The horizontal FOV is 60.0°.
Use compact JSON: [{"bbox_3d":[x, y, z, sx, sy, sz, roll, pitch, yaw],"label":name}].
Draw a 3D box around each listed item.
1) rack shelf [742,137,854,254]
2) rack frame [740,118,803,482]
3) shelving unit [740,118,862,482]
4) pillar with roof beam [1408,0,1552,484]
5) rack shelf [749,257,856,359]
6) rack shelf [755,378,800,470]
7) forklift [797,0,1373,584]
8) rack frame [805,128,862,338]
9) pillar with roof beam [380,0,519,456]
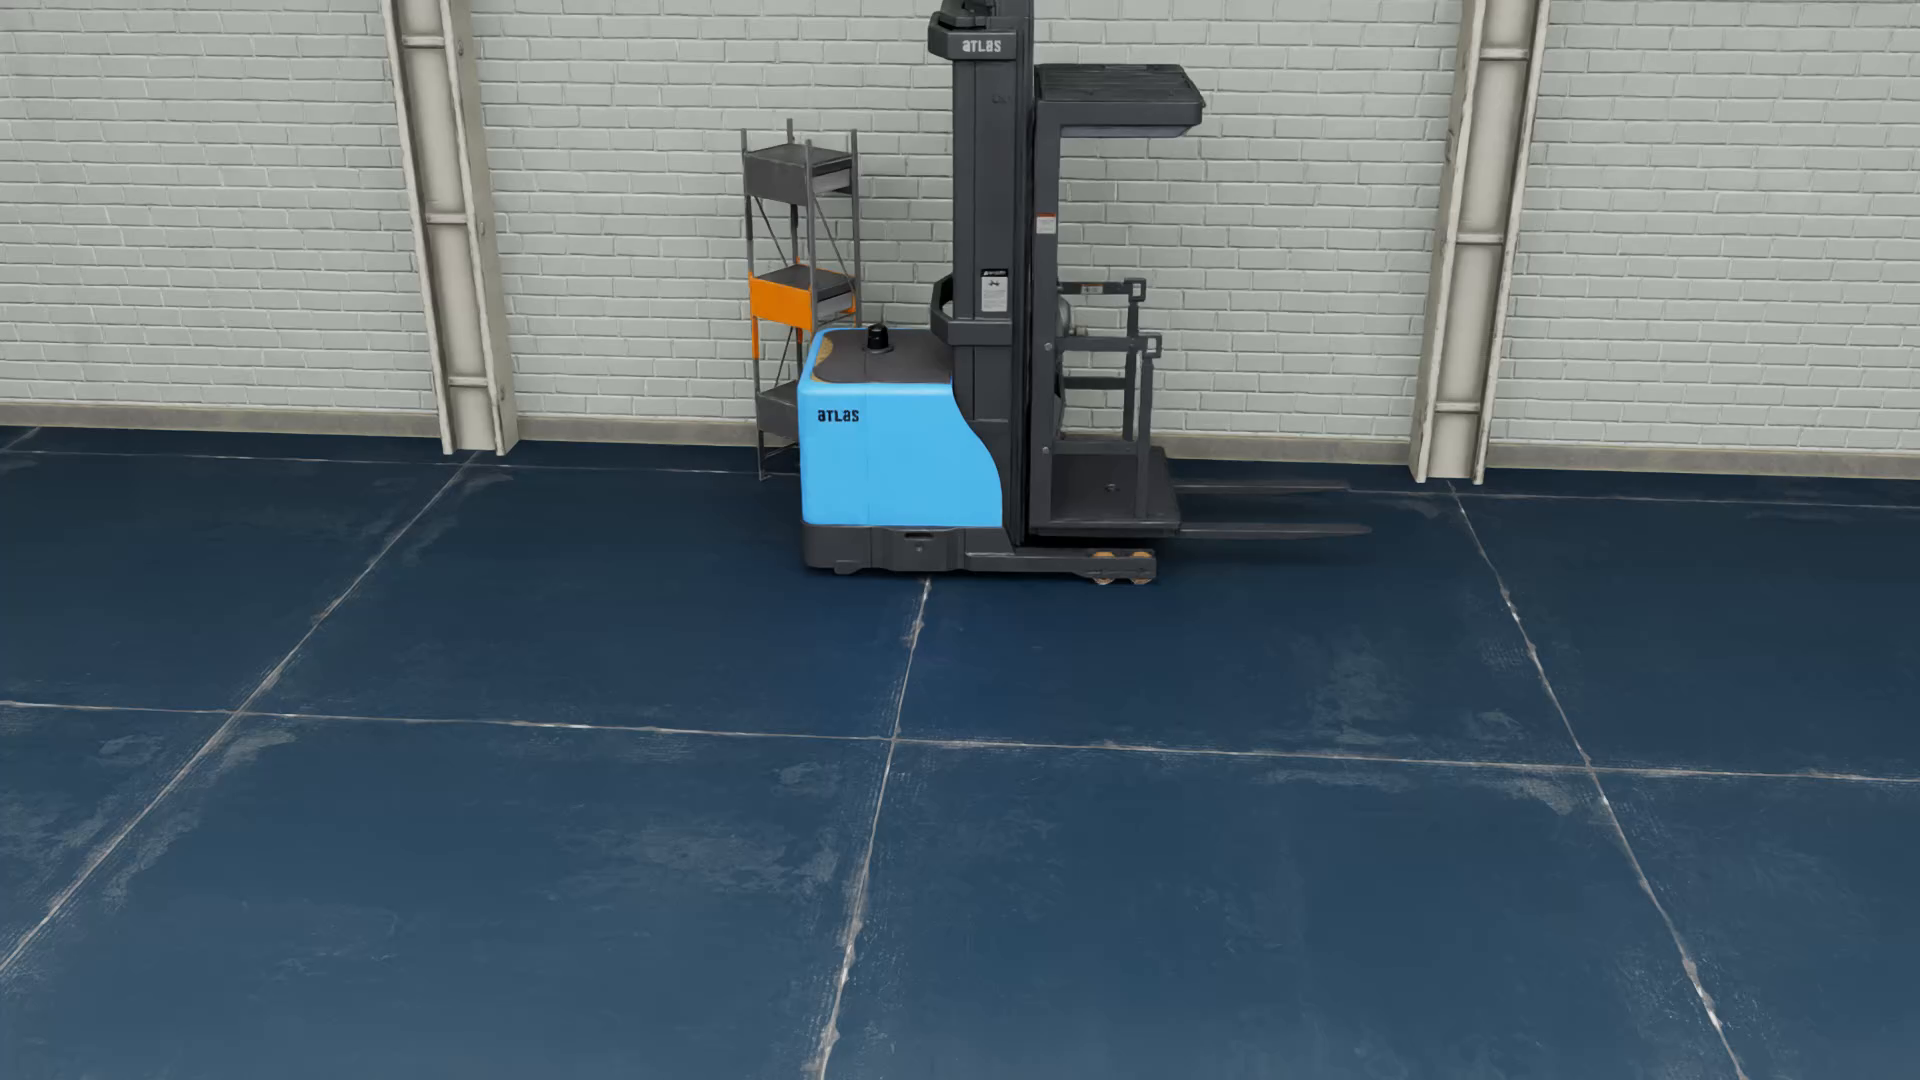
[{"bbox_3d":[-0.888,-1.932,9.295,0.480,0.518,0.431,18,30,34],"label":"rack shelf"},{"bbox_3d":[-1.079,-1.372,9.720,0.015,2.100,0.400,18,30,34],"label":"rack frame"},{"bbox_3d":[-0.888,-1.308,9.581,0.503,2.100,0.431,18,30,34],"label":"shelving unit"},{"bbox_3d":[2.622,-2.699,4.350,0.400,9.000,9.100,2,25,4],"label":"pillar with roof beam"},{"bbox_3d":[-0.888,-1.296,9.587,0.480,0.518,0.431,18,30,34],"label":"rack shelf"},{"bbox_3d":[-0.888,-0.660,9.880,0.480,0.518,0.431,18,30,34],"label":"rack shelf"},{"bbox_3d":[0.681,-1.326,8.626,3.031,2.935,1.130,1,25,1],"label":"forklift"},{"bbox_3d":[-0.697,-1.245,9.443,0.015,2.100,0.400,18,30,34],"label":"rack frame"},{"bbox_3d":[-3.360,-2.891,4.767,0.400,9.000,9.100,2,25,4],"label":"pillar with roof beam"}]
